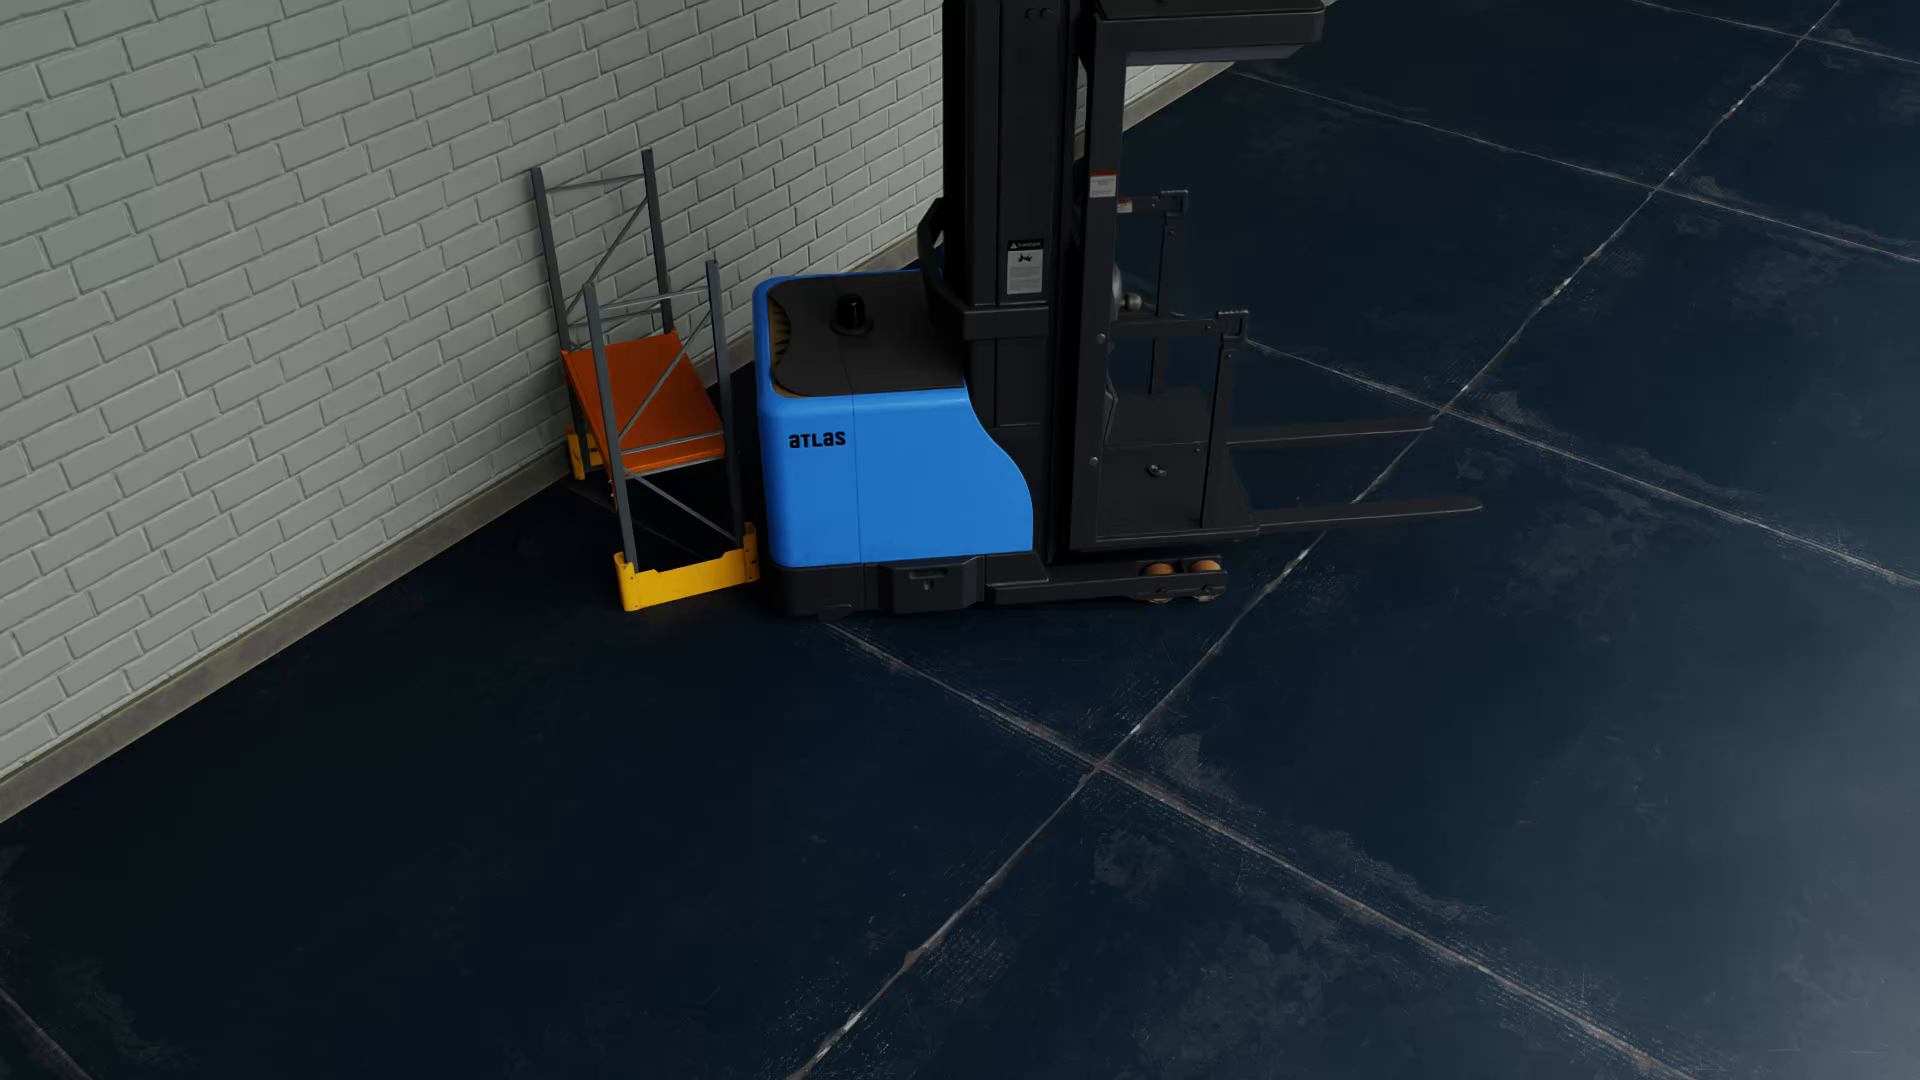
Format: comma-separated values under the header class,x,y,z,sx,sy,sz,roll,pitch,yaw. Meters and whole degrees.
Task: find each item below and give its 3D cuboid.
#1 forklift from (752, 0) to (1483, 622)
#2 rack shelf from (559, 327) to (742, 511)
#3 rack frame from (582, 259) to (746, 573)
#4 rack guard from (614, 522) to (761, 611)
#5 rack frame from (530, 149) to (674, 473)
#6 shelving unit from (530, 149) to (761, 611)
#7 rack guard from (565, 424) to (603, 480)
class,x,y,z,sx,sy,sz,roll,pitch,yaw
forklift,0.681,-1.213,6.421,3.031,2.935,1.130,-4,38,-5
rack shelf,-1.316,-0.530,7.003,0.538,0.185,1.000,-14,40,-17
rack frame,-1.127,-0.381,6.520,0.500,1.500,0.032,-14,40,-17
rack guard,-1.127,0.110,6.907,0.587,0.250,0.087,-14,40,-17
rack frame,-1.506,-0.963,7.263,0.500,1.500,0.032,-14,40,-17
shelving unit,-1.313,-0.667,6.885,0.587,1.500,1.083,-14,40,-17
rack guard,-1.499,-0.460,7.634,0.587,0.250,0.087,-14,40,-17
